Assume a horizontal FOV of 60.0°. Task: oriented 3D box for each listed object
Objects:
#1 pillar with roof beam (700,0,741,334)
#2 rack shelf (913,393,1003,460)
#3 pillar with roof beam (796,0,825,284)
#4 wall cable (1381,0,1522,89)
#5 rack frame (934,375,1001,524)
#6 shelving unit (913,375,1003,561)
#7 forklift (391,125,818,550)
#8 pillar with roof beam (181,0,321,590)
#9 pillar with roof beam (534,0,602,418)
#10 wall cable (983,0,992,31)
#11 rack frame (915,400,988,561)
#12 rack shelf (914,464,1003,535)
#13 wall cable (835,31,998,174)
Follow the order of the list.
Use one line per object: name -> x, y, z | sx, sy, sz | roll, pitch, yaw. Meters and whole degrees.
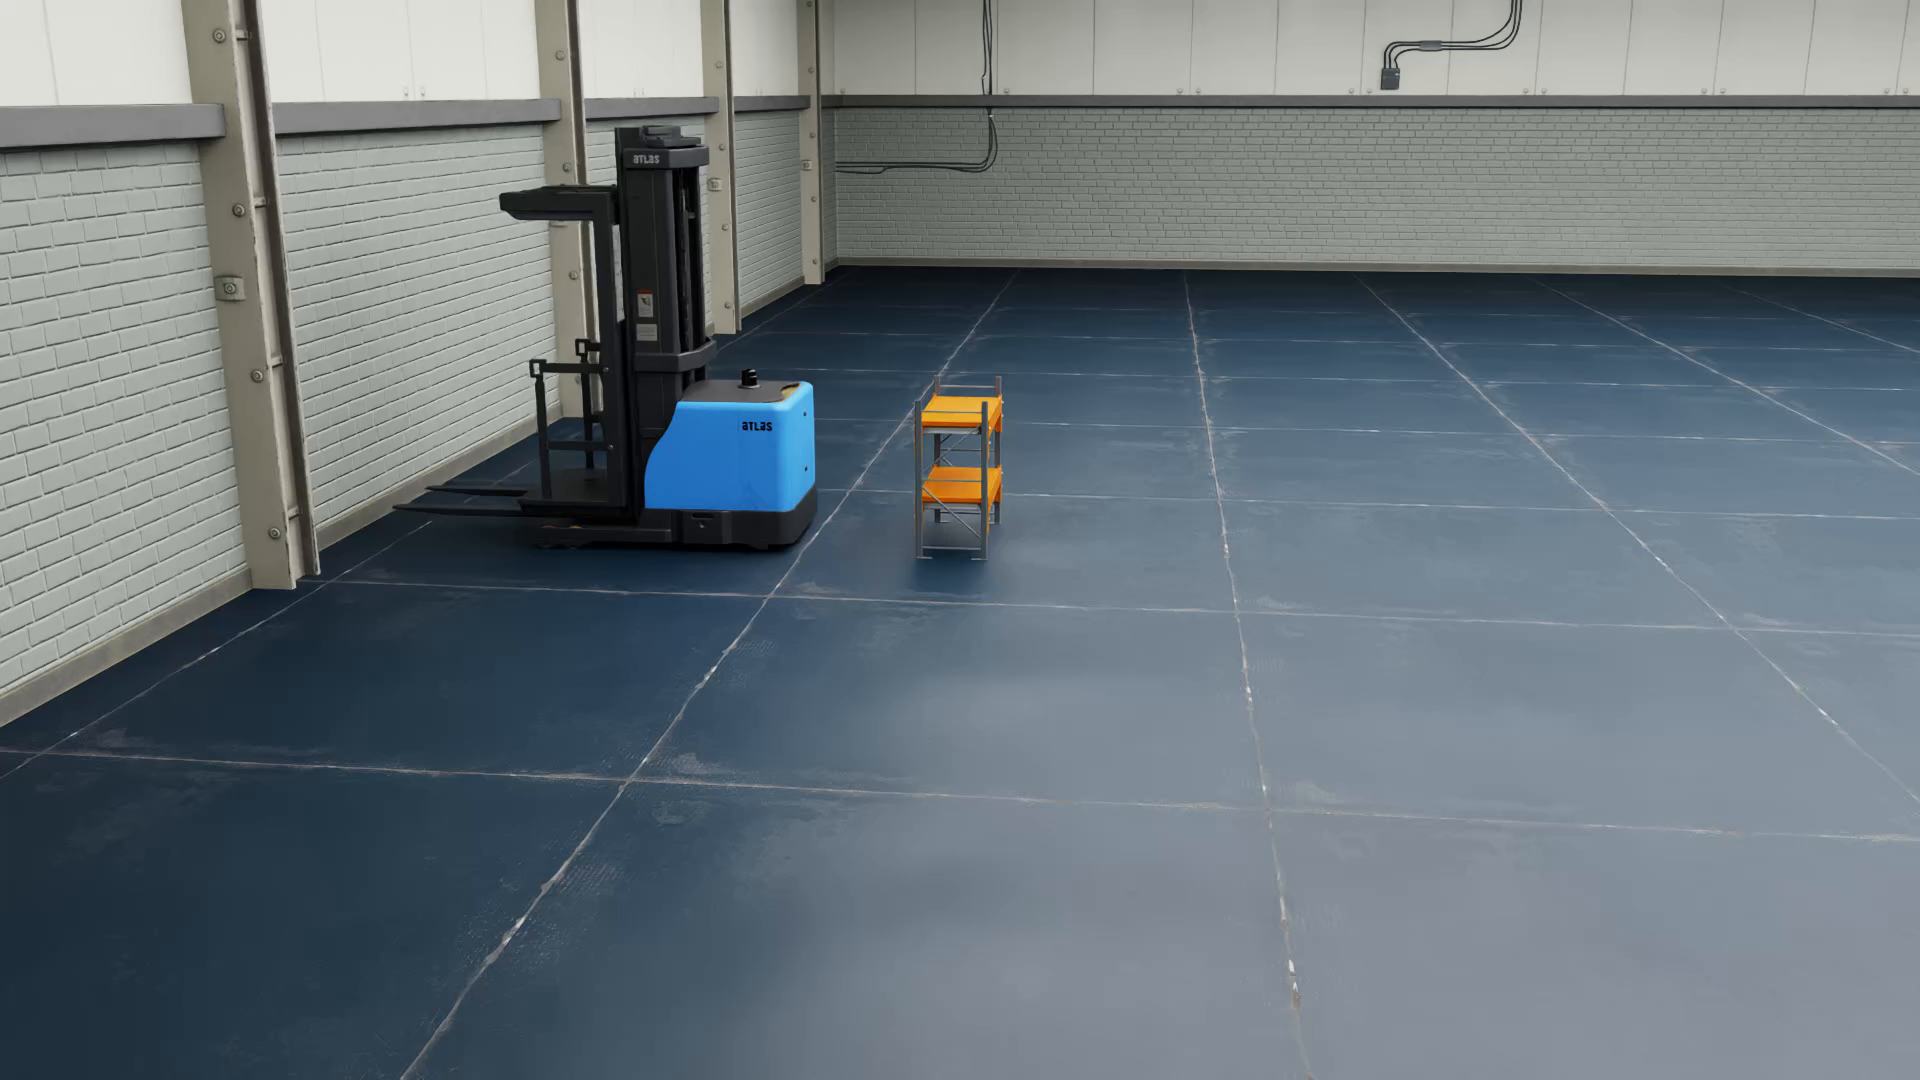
pillar with roof beam -> 1.101, -7.059, 21.028 | 9.100, 9.000, 0.400 | 2, 15, 6
rack shelf -> -0.001, -0.824, 11.932 | 0.538, 0.278, 1.000 | 2, 15, 6
pillar with roof beam -> 1.778, -8.615, 26.783 | 9.100, 9.000, 0.400 | 2, 15, 6
wall cable -> 8.578, -10.825, 28.440 | 2.305, 6.003, 0.169 | 2, 15, 6
rack frame -> 0.057, -0.673, 12.496 | 0.500, 1.125, 0.032 | 2, 15, 6
shelving unit -> -0.001, -0.541, 12.009 | 0.538, 1.125, 1.048 | 2, 15, 6
forklift -> -2.633, -1.485, 12.039 | 3.031, 2.935, 1.130 | 2, 15, 6
pillar with roof beam -> -0.253, -3.947, 9.518 | 9.100, 9.000, 0.400 | 2, 15, 6
pillar with roof beam -> 0.424, -5.503, 15.273 | 9.100, 9.000, 0.400 | 2, 15, 6
wall cable -> 1.835, -10.326, 29.385 | 3.097, 2.526, 0.112 | 2, 15, 6
rack frame -> -0.058, -0.409, 11.521 | 0.500, 1.125, 0.032 | 2, 15, 6
rack shelf -> -0.001, -0.305, 12.073 | 0.538, 0.278, 1.000 | 2, 15, 6
wall cable -> -0.853, -7.968, 30.339 | 3.097, 2.526, 0.112 | 2, 15, 6
